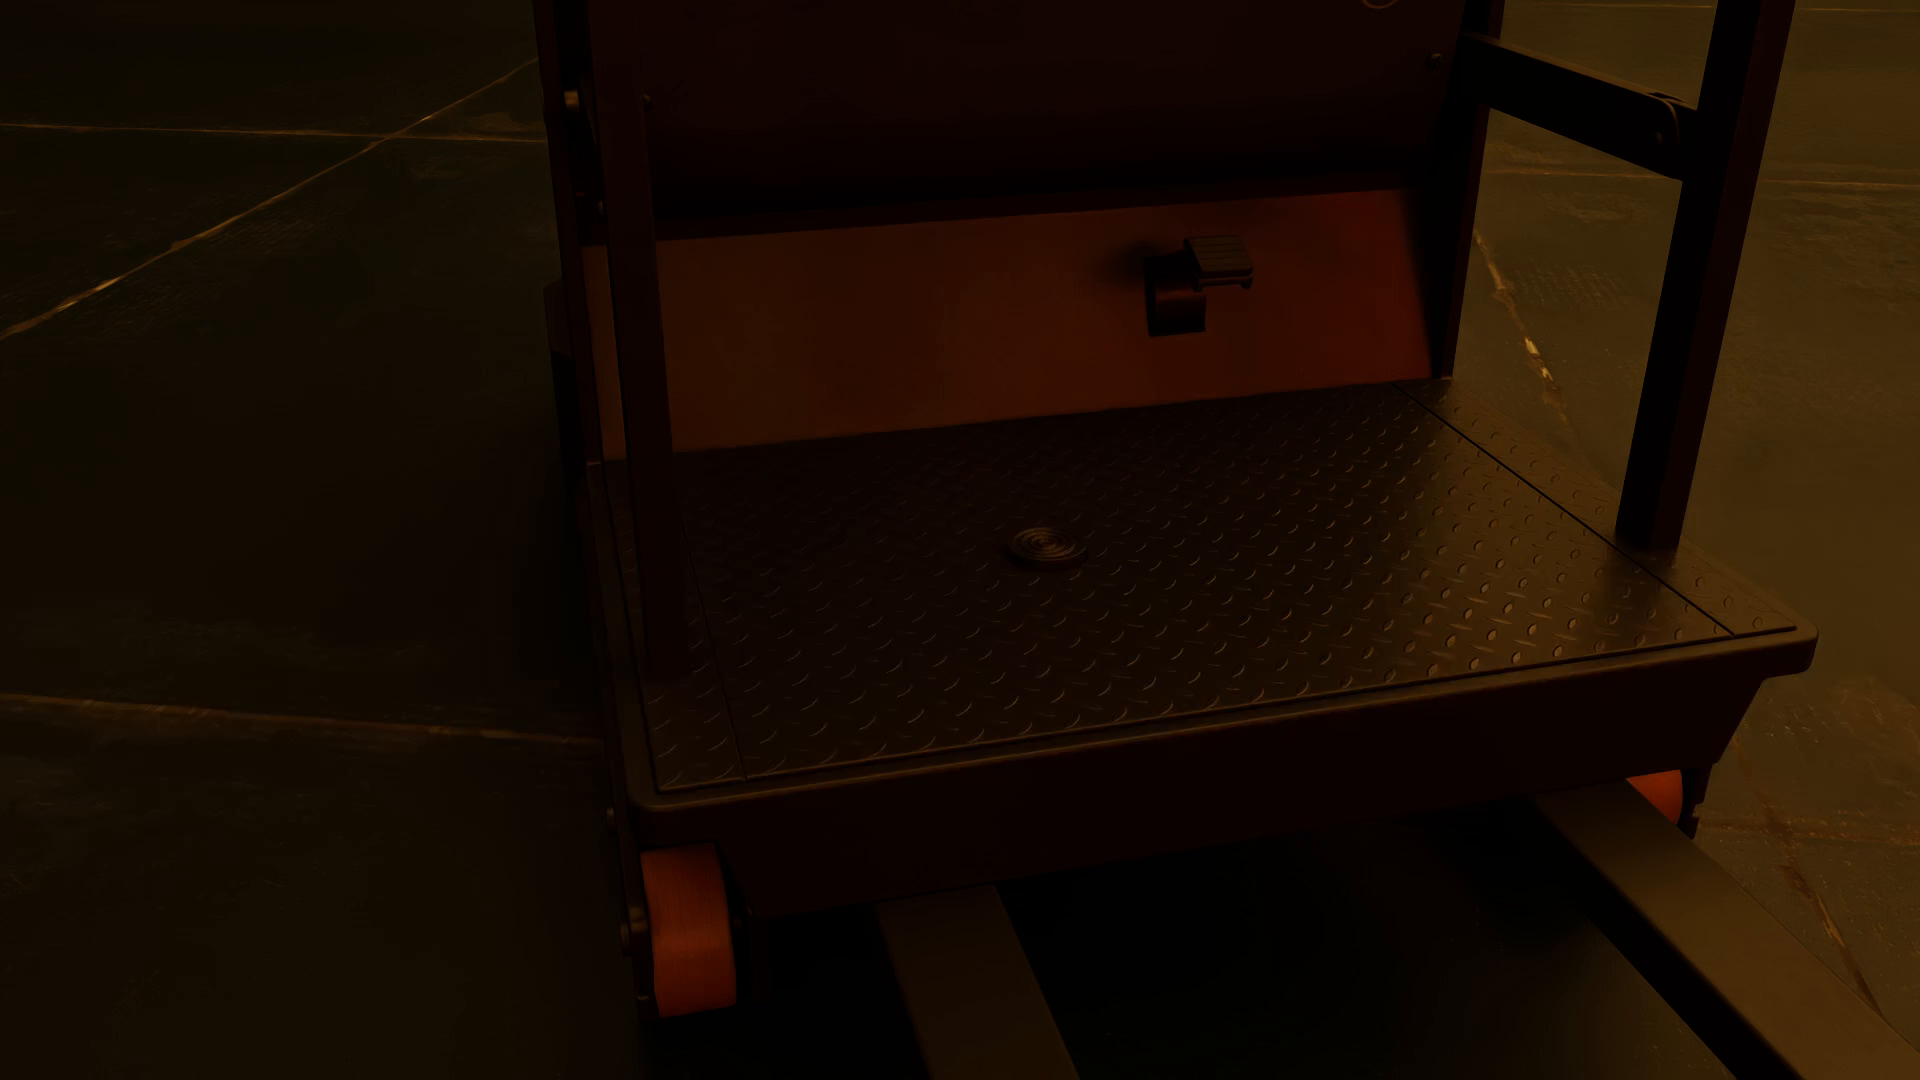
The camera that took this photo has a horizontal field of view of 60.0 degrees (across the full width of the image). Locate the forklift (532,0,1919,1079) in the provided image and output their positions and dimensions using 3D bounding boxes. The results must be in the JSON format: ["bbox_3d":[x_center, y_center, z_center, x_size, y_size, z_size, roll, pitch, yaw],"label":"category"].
[{"bbox_3d":[0.153,-1.049,1.319,1.130,2.935,3.031,-7,27,-13],"label":"forklift"}]
